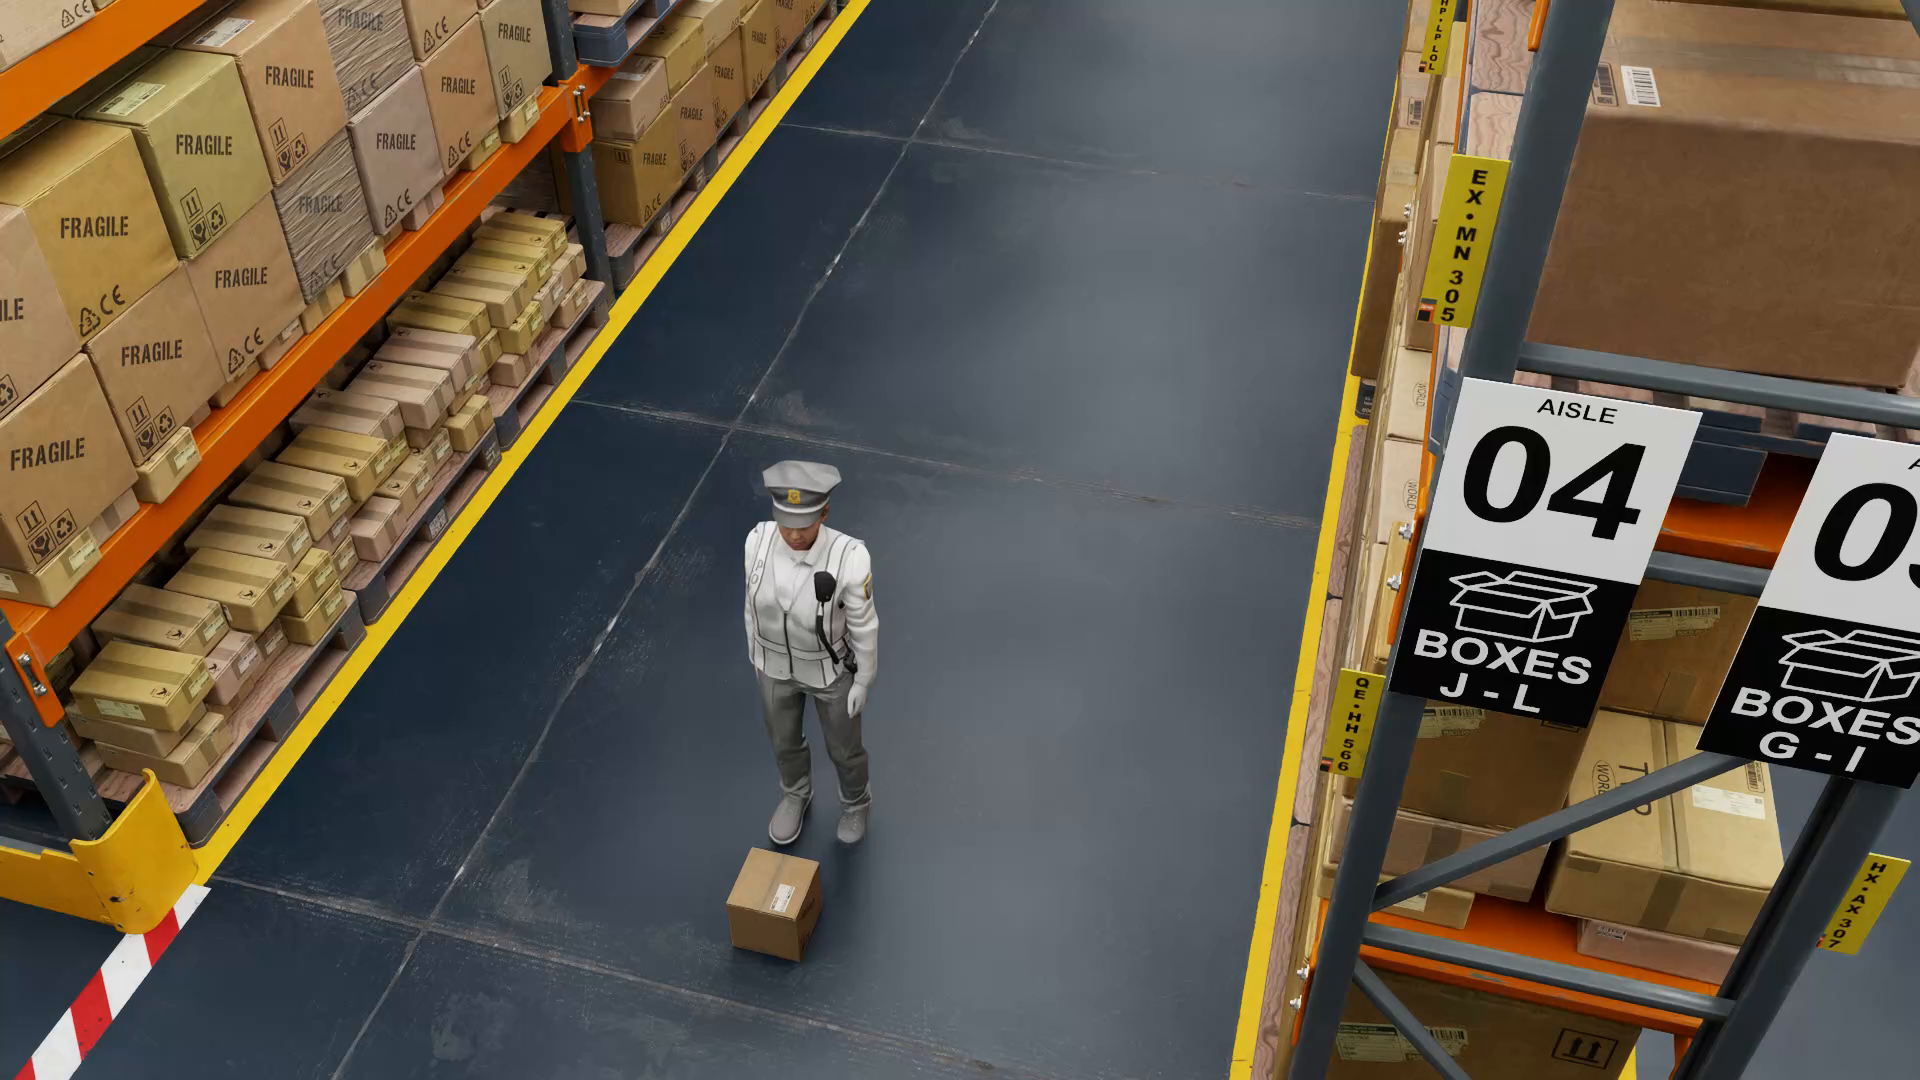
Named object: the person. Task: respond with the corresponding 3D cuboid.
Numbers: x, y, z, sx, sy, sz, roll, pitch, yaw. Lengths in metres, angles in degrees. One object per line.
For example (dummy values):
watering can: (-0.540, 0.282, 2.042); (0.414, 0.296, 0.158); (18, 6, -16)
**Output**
person: (-0.505, 0.447, 5.671); (0.466, 1.724, 0.343); (11, 42, 12)
